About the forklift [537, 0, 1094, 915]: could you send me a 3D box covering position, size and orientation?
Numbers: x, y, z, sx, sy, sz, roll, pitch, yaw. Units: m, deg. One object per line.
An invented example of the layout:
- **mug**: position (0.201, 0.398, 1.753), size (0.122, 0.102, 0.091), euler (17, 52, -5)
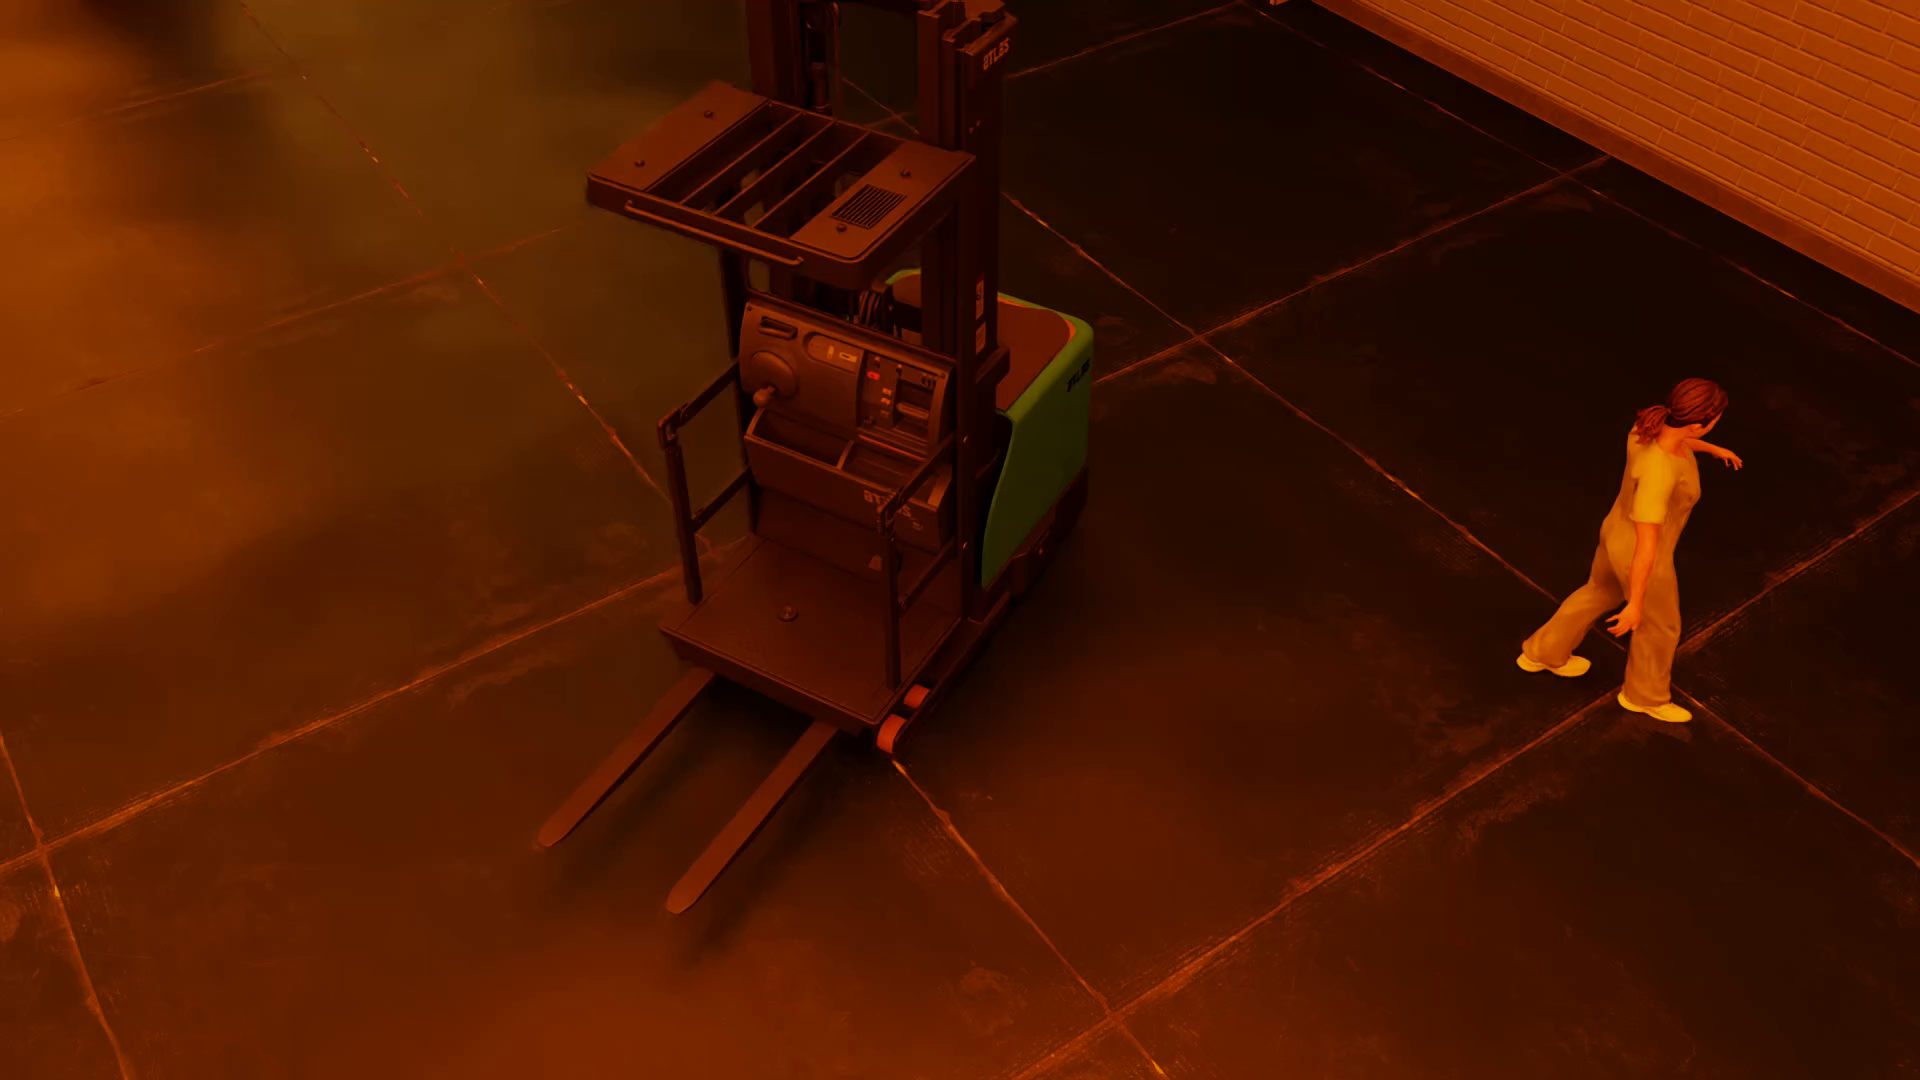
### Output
- **forklift**: position (-0.563, -0.546, 6.308), size (1.130, 2.935, 3.031), euler (21, 47, 22)

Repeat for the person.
- **person**: position (2.767, 0.063, 6.611), size (0.716, 1.663, 0.870), euler (6, 43, 7)
